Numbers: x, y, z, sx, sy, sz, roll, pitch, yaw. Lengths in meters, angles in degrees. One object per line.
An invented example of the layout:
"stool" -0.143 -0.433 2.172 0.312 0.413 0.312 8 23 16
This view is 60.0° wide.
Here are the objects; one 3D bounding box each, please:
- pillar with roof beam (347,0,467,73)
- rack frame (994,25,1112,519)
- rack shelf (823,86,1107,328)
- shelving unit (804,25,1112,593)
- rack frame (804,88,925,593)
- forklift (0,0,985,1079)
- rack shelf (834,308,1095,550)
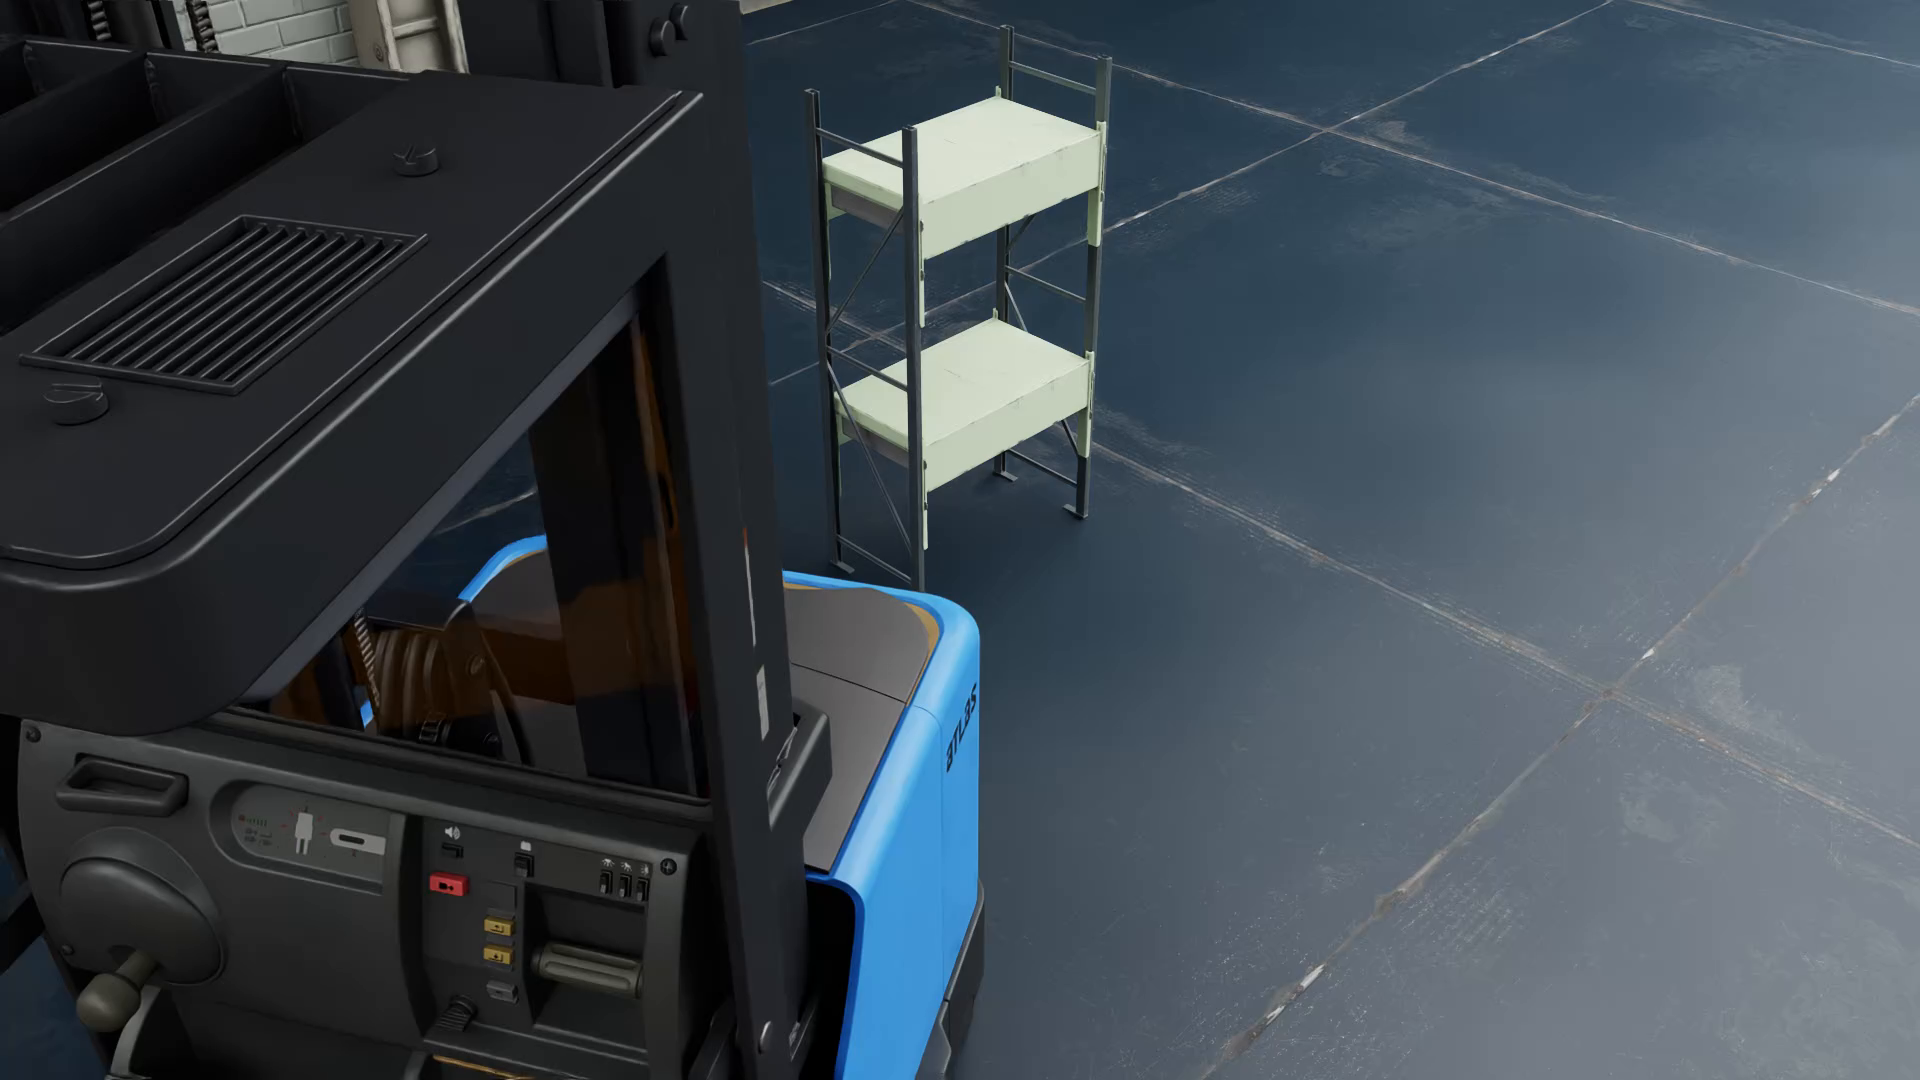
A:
"pillar with roof beam" 0.377 -4.072 3.222 9.100 9.000 0.400 30 45 35
"rack frame" 0.263 -0.766 5.038 0.400 1.500 0.023 30 45 35
"rack shelf" 0.005 -0.938 4.602 0.431 0.370 0.720 30 45 35
"shelving unit" 0.005 -0.618 4.825 0.431 1.500 0.755 30 45 35
"rack frame" -0.253 -0.469 4.612 0.400 1.500 0.023 30 45 35
"forklift" -0.828 0.535 1.921 1.130 2.935 3.031 9 36 12
"rack shelf" 0.005 -0.350 5.011 0.431 0.370 0.720 30 45 35
